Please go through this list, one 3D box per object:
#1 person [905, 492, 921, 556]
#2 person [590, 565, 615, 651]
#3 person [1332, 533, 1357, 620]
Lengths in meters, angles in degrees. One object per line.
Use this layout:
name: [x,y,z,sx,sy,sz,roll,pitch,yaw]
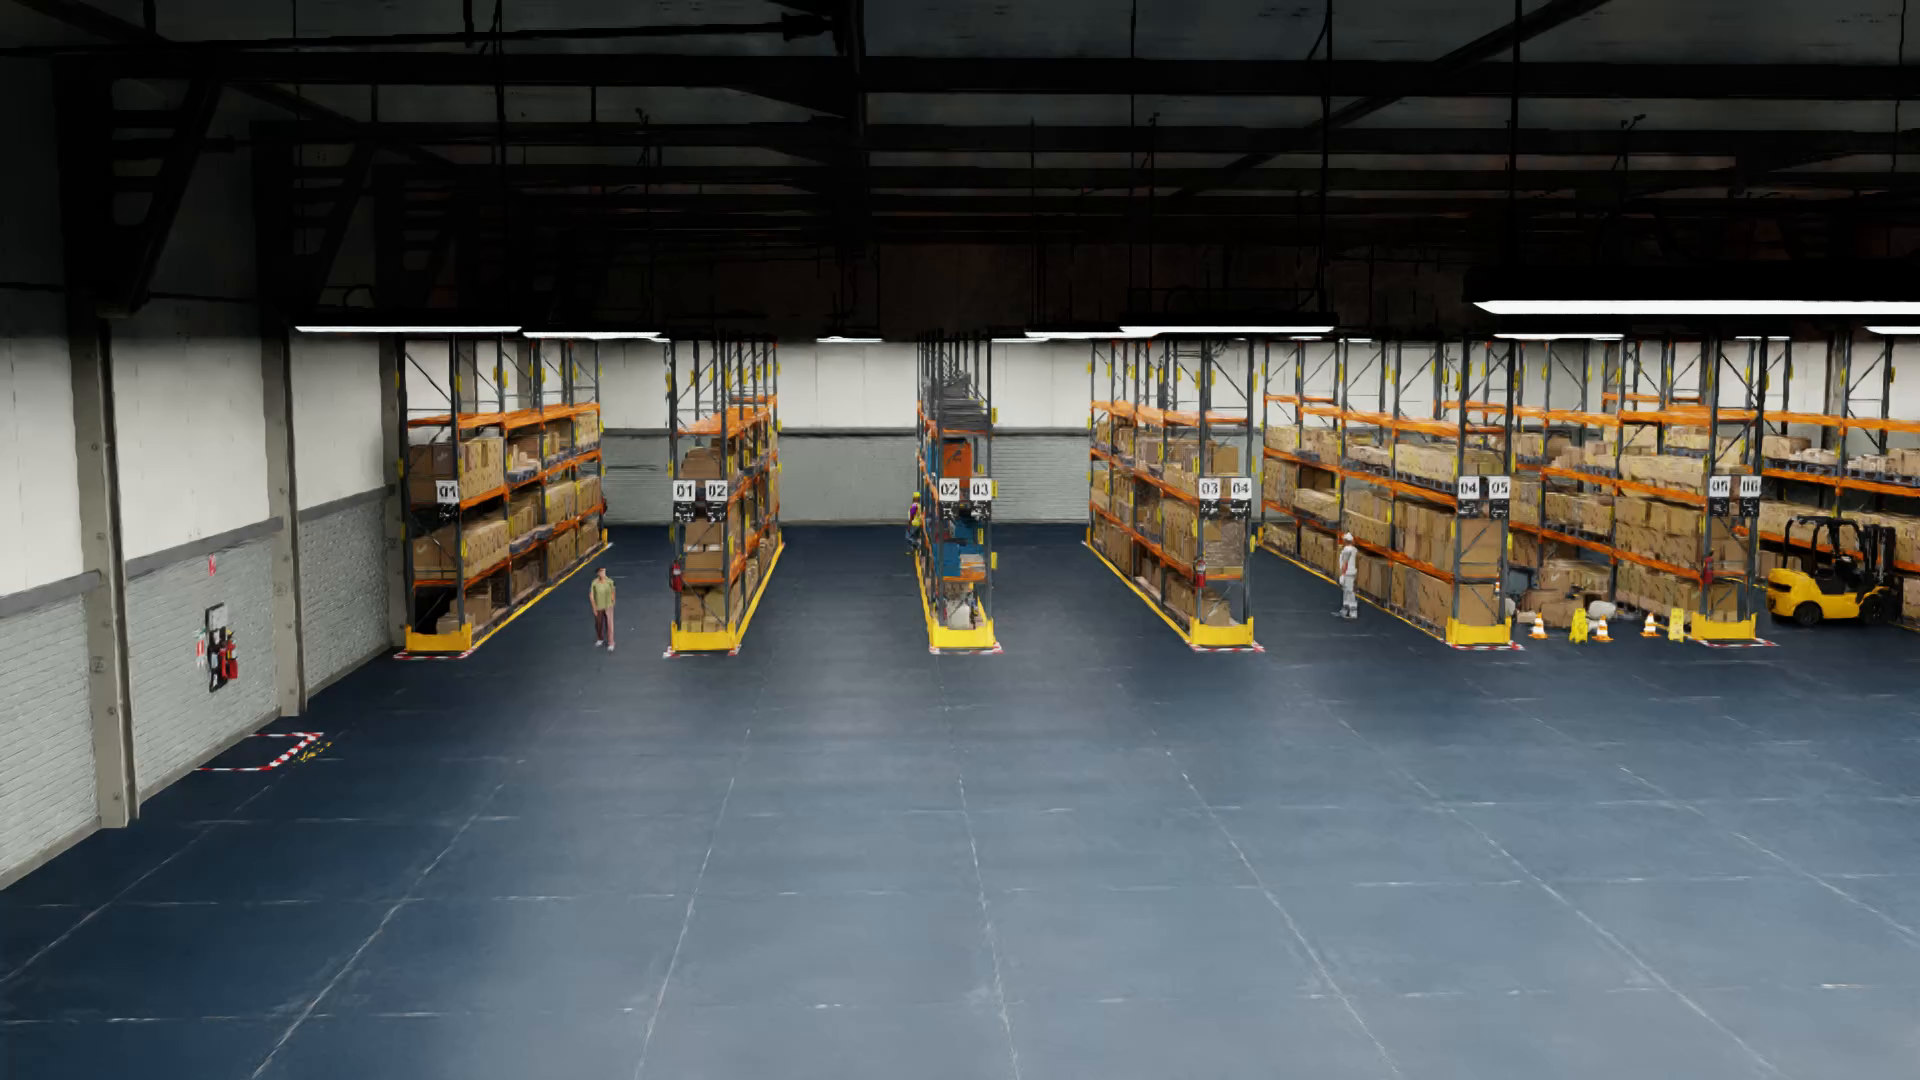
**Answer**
person: [-1.235,-0.420,44.635,0.587,1.757,0.687,2,7,16]
person: [-6.700,1.247,31.183,0.469,1.588,1.081,-1,7,-12]
person: [8.045,0.739,34.677,0.571,1.786,0.648,3,7,24]
